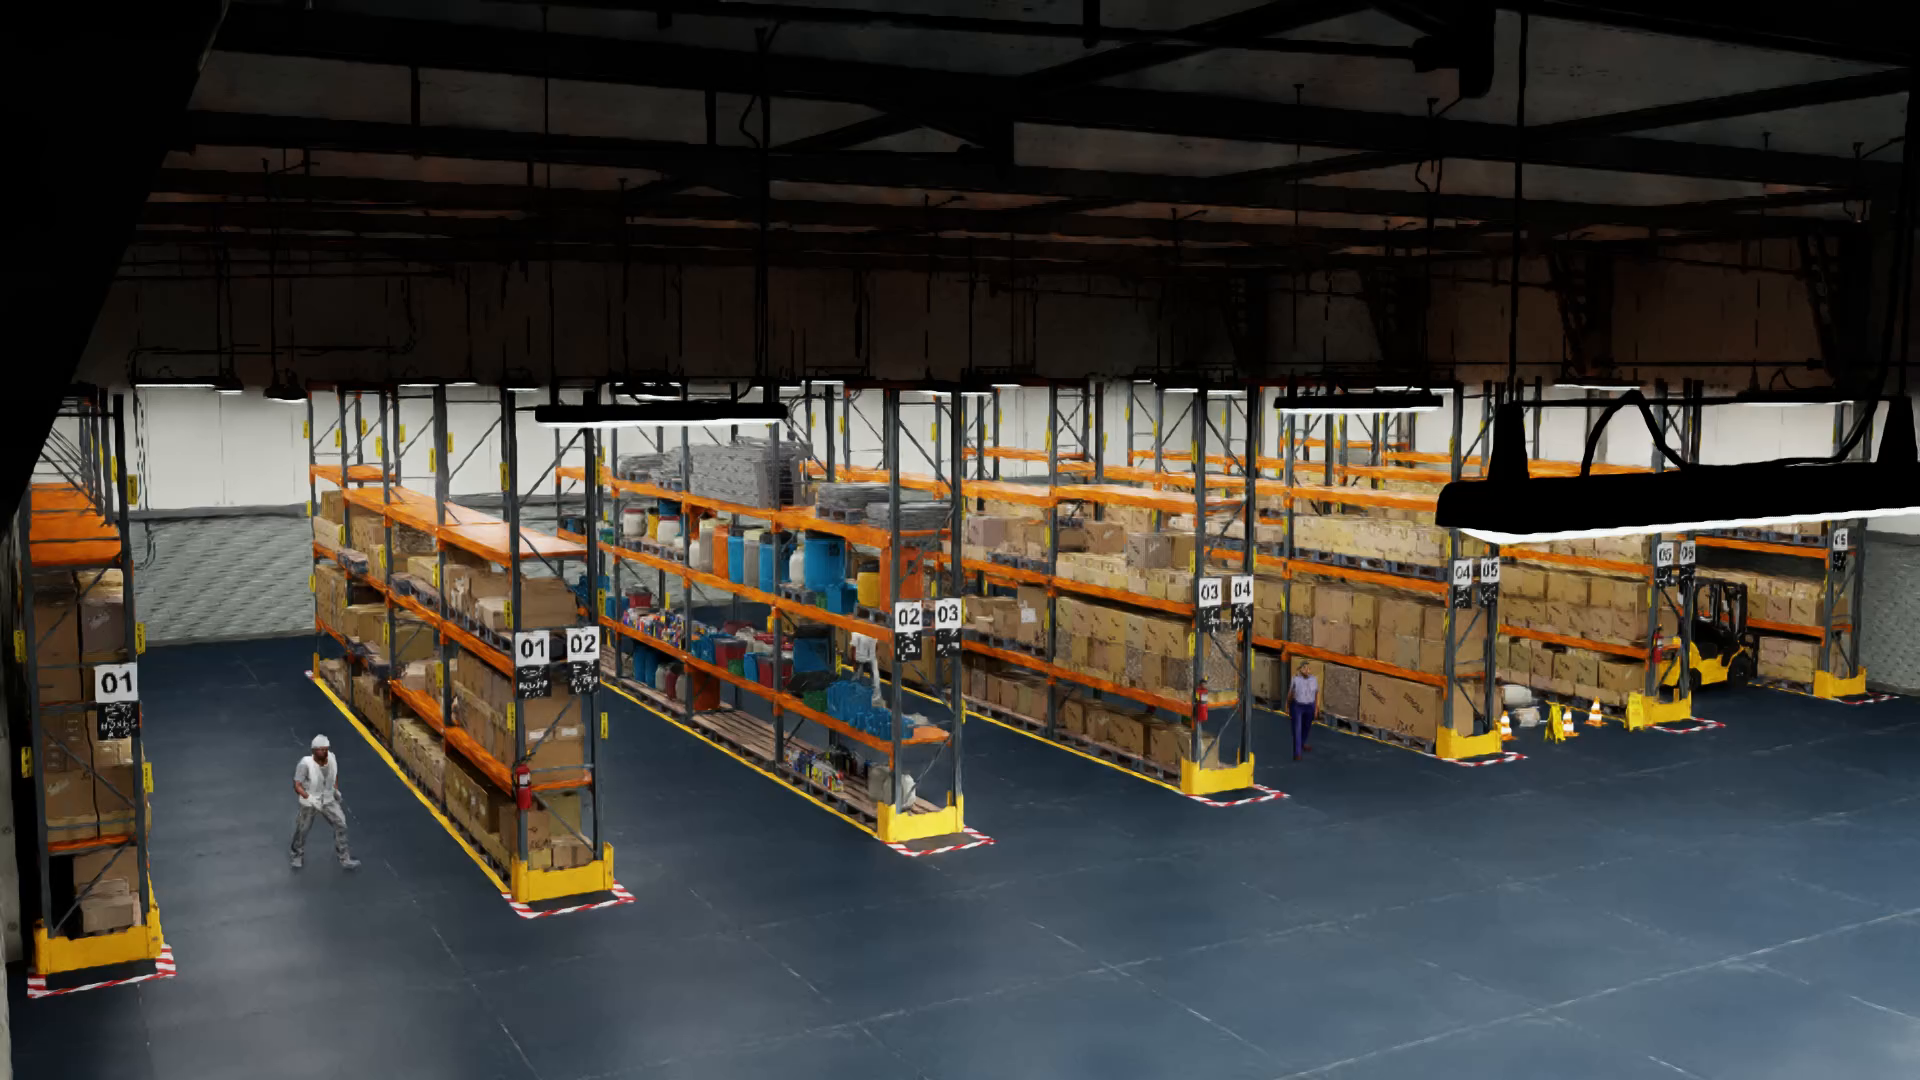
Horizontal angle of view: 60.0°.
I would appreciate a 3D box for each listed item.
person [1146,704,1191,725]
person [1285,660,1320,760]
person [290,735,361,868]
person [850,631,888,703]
[{"bbox_3d":[3.665,2.386,28.990,0.838,1.716,0.686,6,9,45],"label":"person"},{"bbox_3d":[5.527,2.699,26.779,0.527,1.587,0.943,-1,6,-6],"label":"person"},{"bbox_3d":[-8.017,3.264,20.783,0.846,1.722,0.692,6,8,44],"label":"person"},{"bbox_3d":[-1.761,2.188,30.976,0.577,1.691,1.121,-3,7,-27],"label":"person"}]
